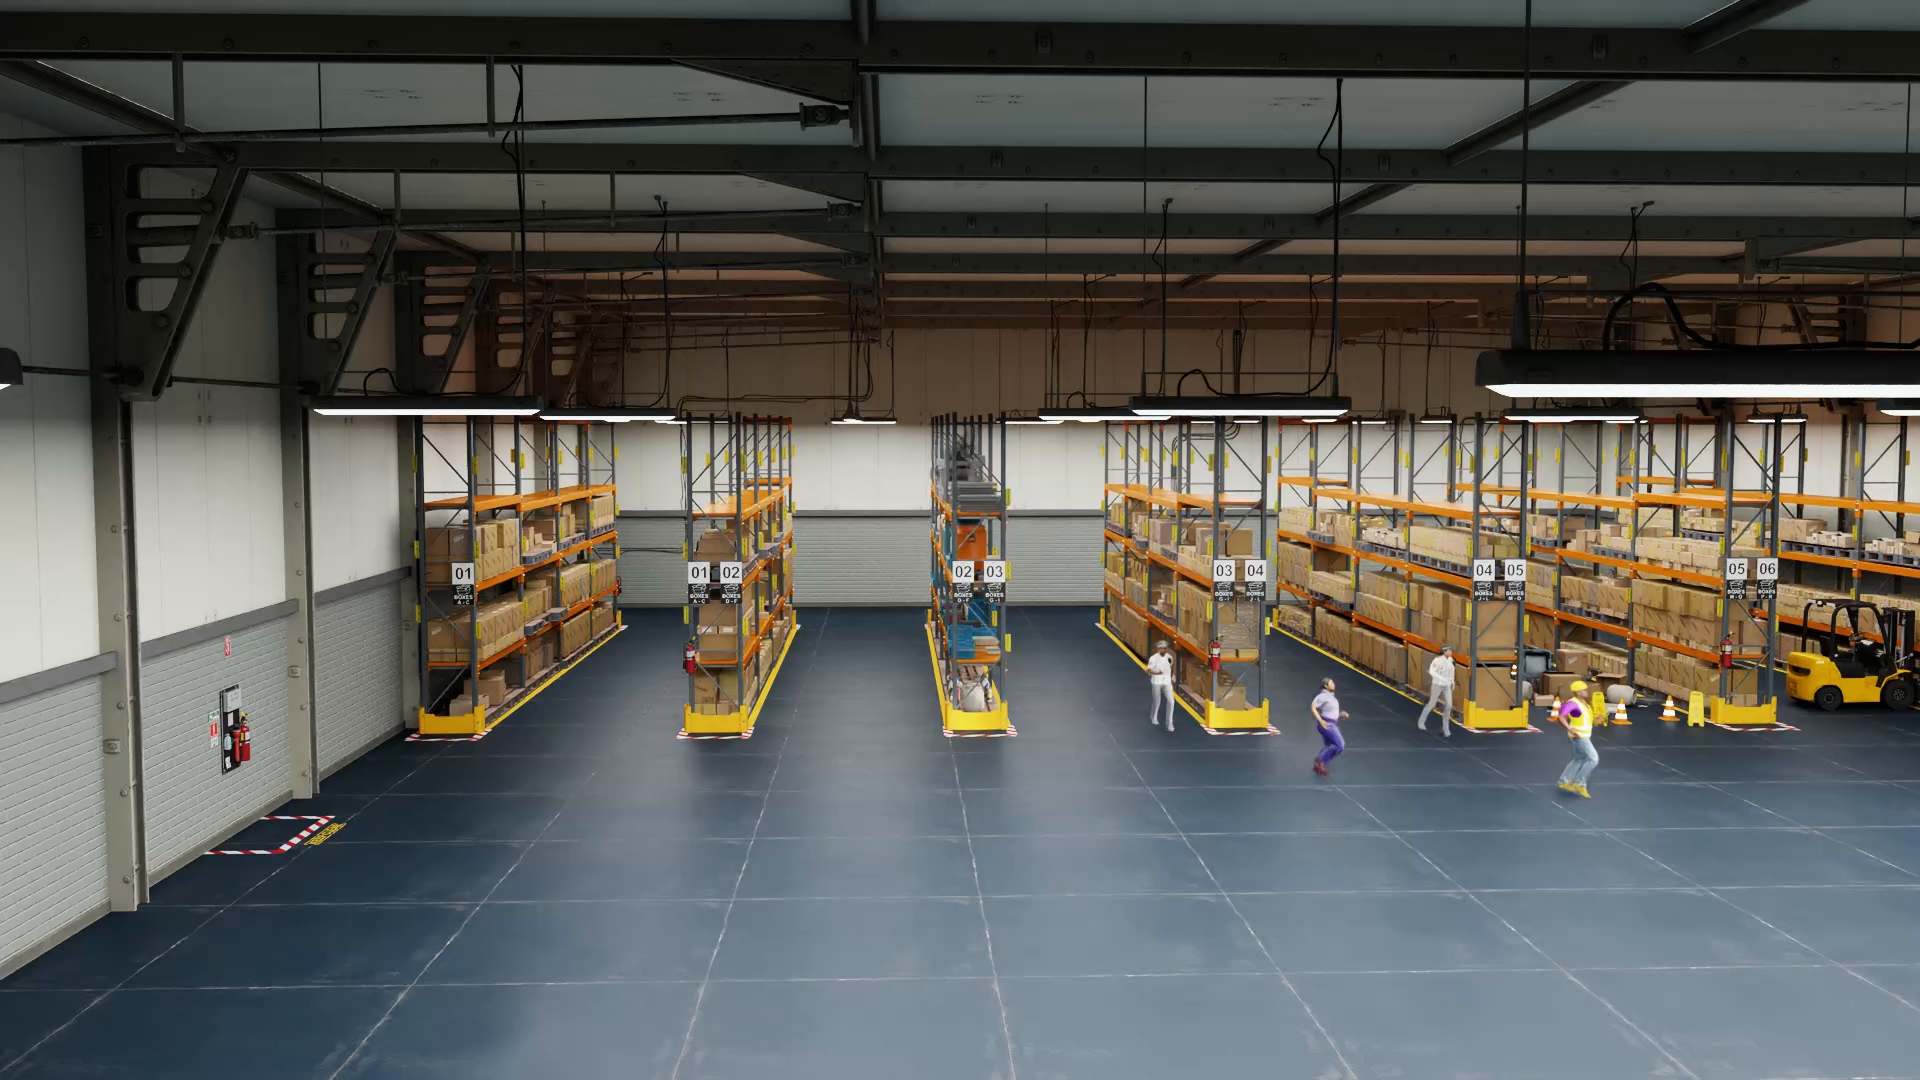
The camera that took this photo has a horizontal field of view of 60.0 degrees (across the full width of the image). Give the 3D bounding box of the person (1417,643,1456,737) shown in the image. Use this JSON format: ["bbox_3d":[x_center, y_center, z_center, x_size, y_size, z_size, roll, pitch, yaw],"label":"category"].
[{"bbox_3d":[9.027,2.770,31.086,0.689,1.716,0.775,-2,4,-22],"label":"person"}]

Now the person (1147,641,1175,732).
[{"bbox_3d":[3.807,2.747,31.555,0.590,1.731,0.814,-1,4,-8],"label":"person"}]

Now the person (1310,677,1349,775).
[{"bbox_3d":[6.076,3.057,27.278,0.583,1.609,0.592,2,4,23],"label":"person"}]

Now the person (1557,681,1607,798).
[{"bbox_3d":[9.652,3.091,25.811,0.696,1.809,0.674,2,5,30],"label":"person"}]
